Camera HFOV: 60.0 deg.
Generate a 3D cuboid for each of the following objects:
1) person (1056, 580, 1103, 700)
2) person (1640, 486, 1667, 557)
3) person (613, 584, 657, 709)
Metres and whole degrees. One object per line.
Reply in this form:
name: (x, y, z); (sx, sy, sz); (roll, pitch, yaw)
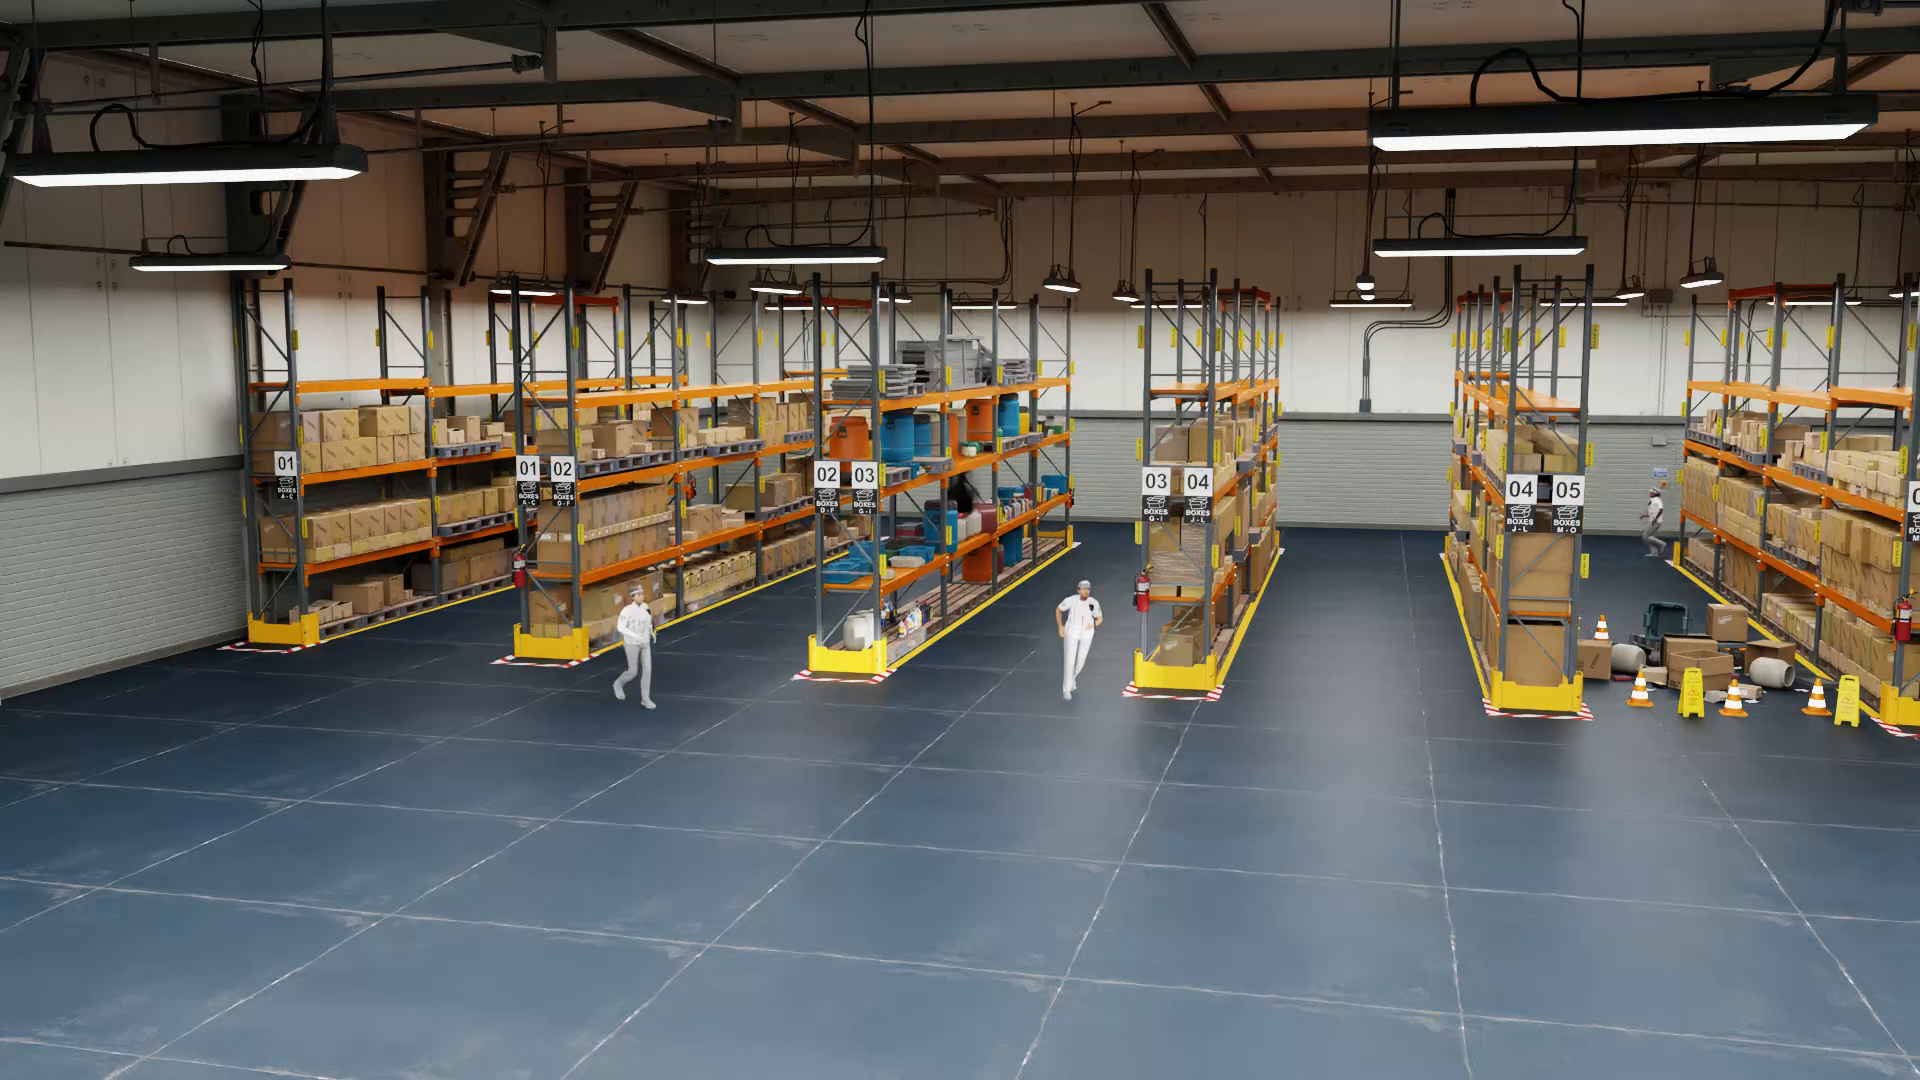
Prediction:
person: (1.689, 1.409, 23.545); (0.649, 1.720, 0.758); (-1, 7, -7)
person: (16.051, -0.412, 38.513); (0.586, 1.649, 0.623); (3, 7, 21)
person: (-4.461, 1.443, 22.836); (0.778, 1.704, 0.603); (6, 9, 41)
